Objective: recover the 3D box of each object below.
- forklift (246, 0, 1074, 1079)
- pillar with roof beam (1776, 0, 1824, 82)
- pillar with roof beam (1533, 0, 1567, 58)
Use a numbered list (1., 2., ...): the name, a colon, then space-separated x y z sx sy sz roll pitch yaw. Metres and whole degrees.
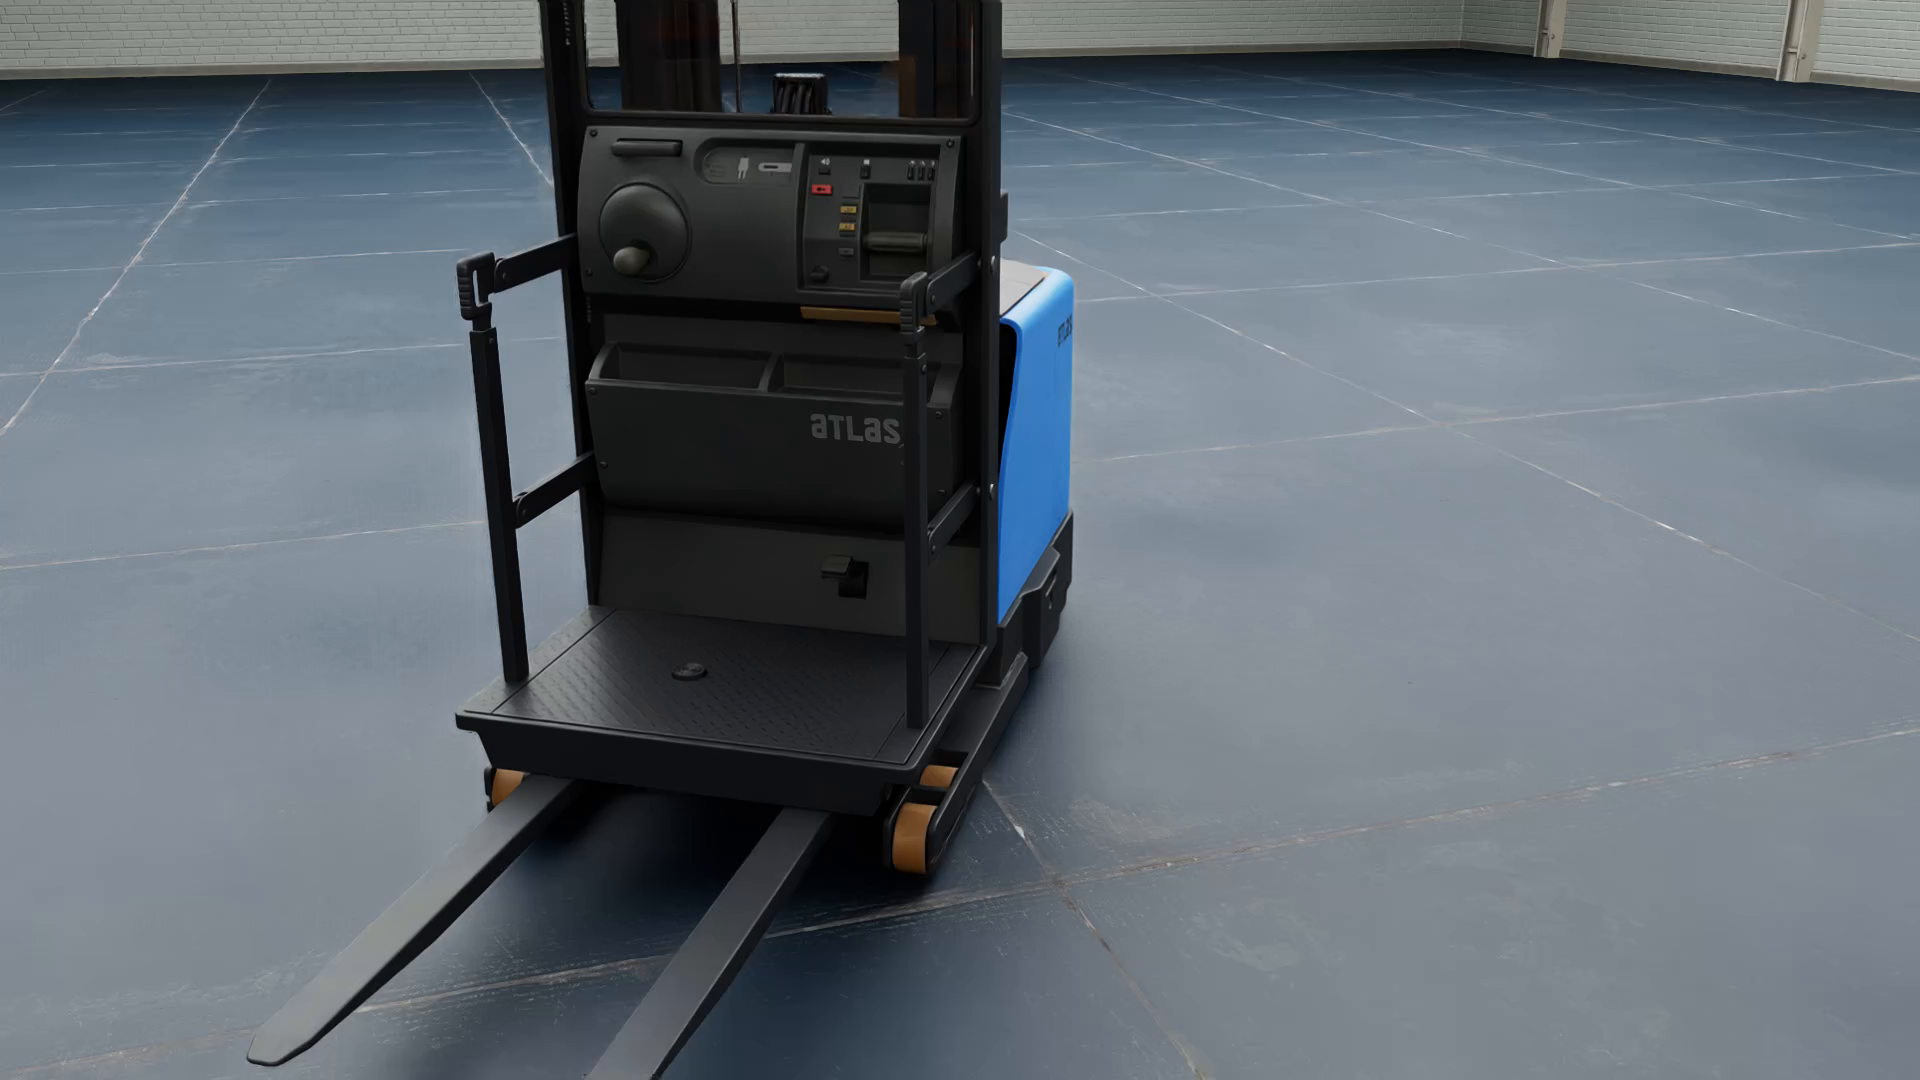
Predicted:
1. forklift: -0.506 -0.758 3.692 1.130 2.935 3.031 5 20 14
2. pillar with roof beam: 8.692 -10.815 22.715 9.100 9.000 0.400 -6 21 -17
3. pillar with roof beam: 6.806 -12.741 28.076 9.100 9.000 0.400 -6 21 -17
